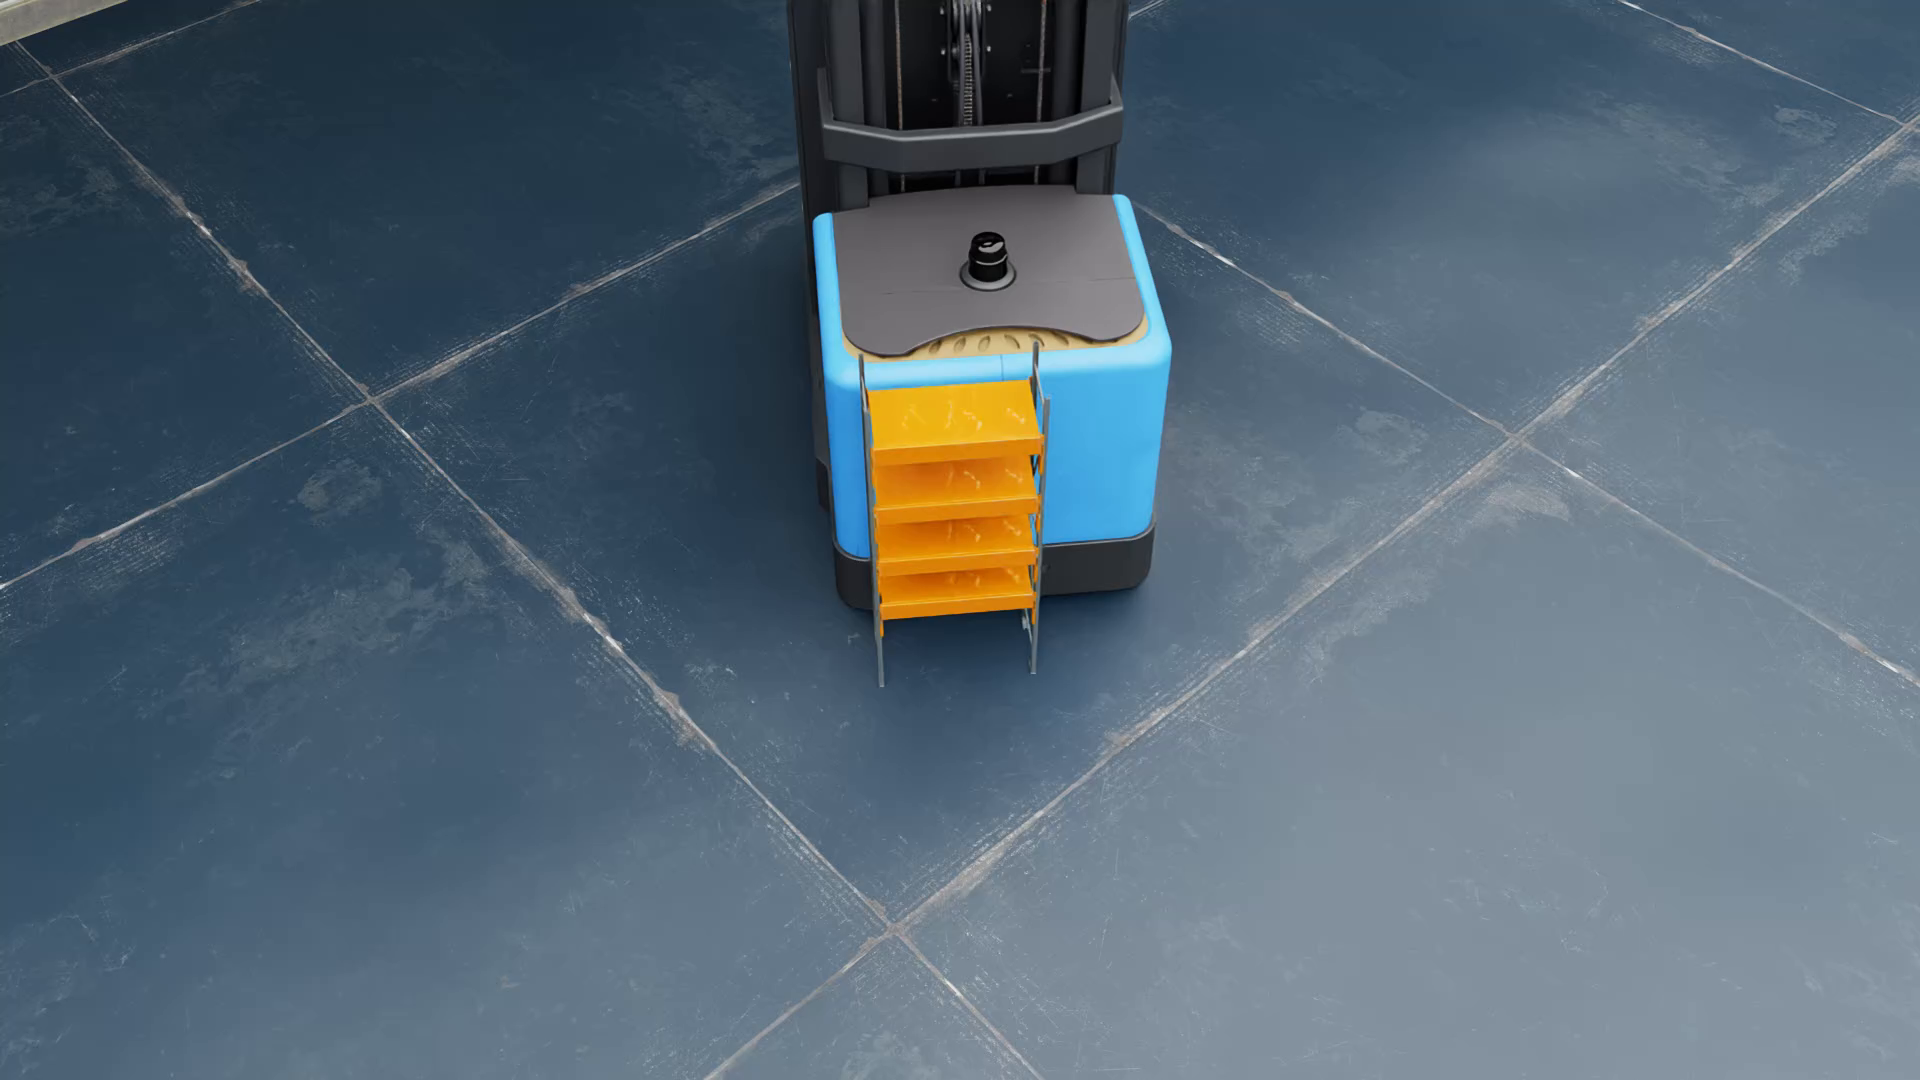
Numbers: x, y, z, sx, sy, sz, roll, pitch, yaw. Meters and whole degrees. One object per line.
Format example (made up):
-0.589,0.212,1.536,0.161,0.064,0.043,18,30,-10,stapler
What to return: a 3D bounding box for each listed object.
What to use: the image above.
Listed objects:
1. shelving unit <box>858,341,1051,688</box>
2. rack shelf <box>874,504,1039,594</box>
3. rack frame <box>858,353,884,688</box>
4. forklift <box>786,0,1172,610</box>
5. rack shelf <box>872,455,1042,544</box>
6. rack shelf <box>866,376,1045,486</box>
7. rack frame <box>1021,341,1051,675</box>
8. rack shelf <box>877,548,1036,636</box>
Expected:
-0.019,-0.042,4.972,0.503,1.200,0.258,-4,48,-4,shelving unit
-0.019,0.004,5.021,0.480,0.148,0.258,-4,48,-4,rack shelf
-0.262,-0.023,4.954,0.015,1.200,0.240,-4,48,-4,rack frame
-0.034,-1.857,5.469,1.130,2.935,3.031,-4,47,-4,forklift
-0.019,-0.148,4.857,0.480,0.148,0.258,-4,48,-4,rack shelf
-0.019,-0.308,4.683,0.480,0.148,0.258,-4,48,-4,rack shelf
0.223,-0.061,4.989,0.015,1.200,0.240,-4,48,-4,rack frame
-0.019,0.138,5.167,0.480,0.148,0.258,-4,48,-4,rack shelf
